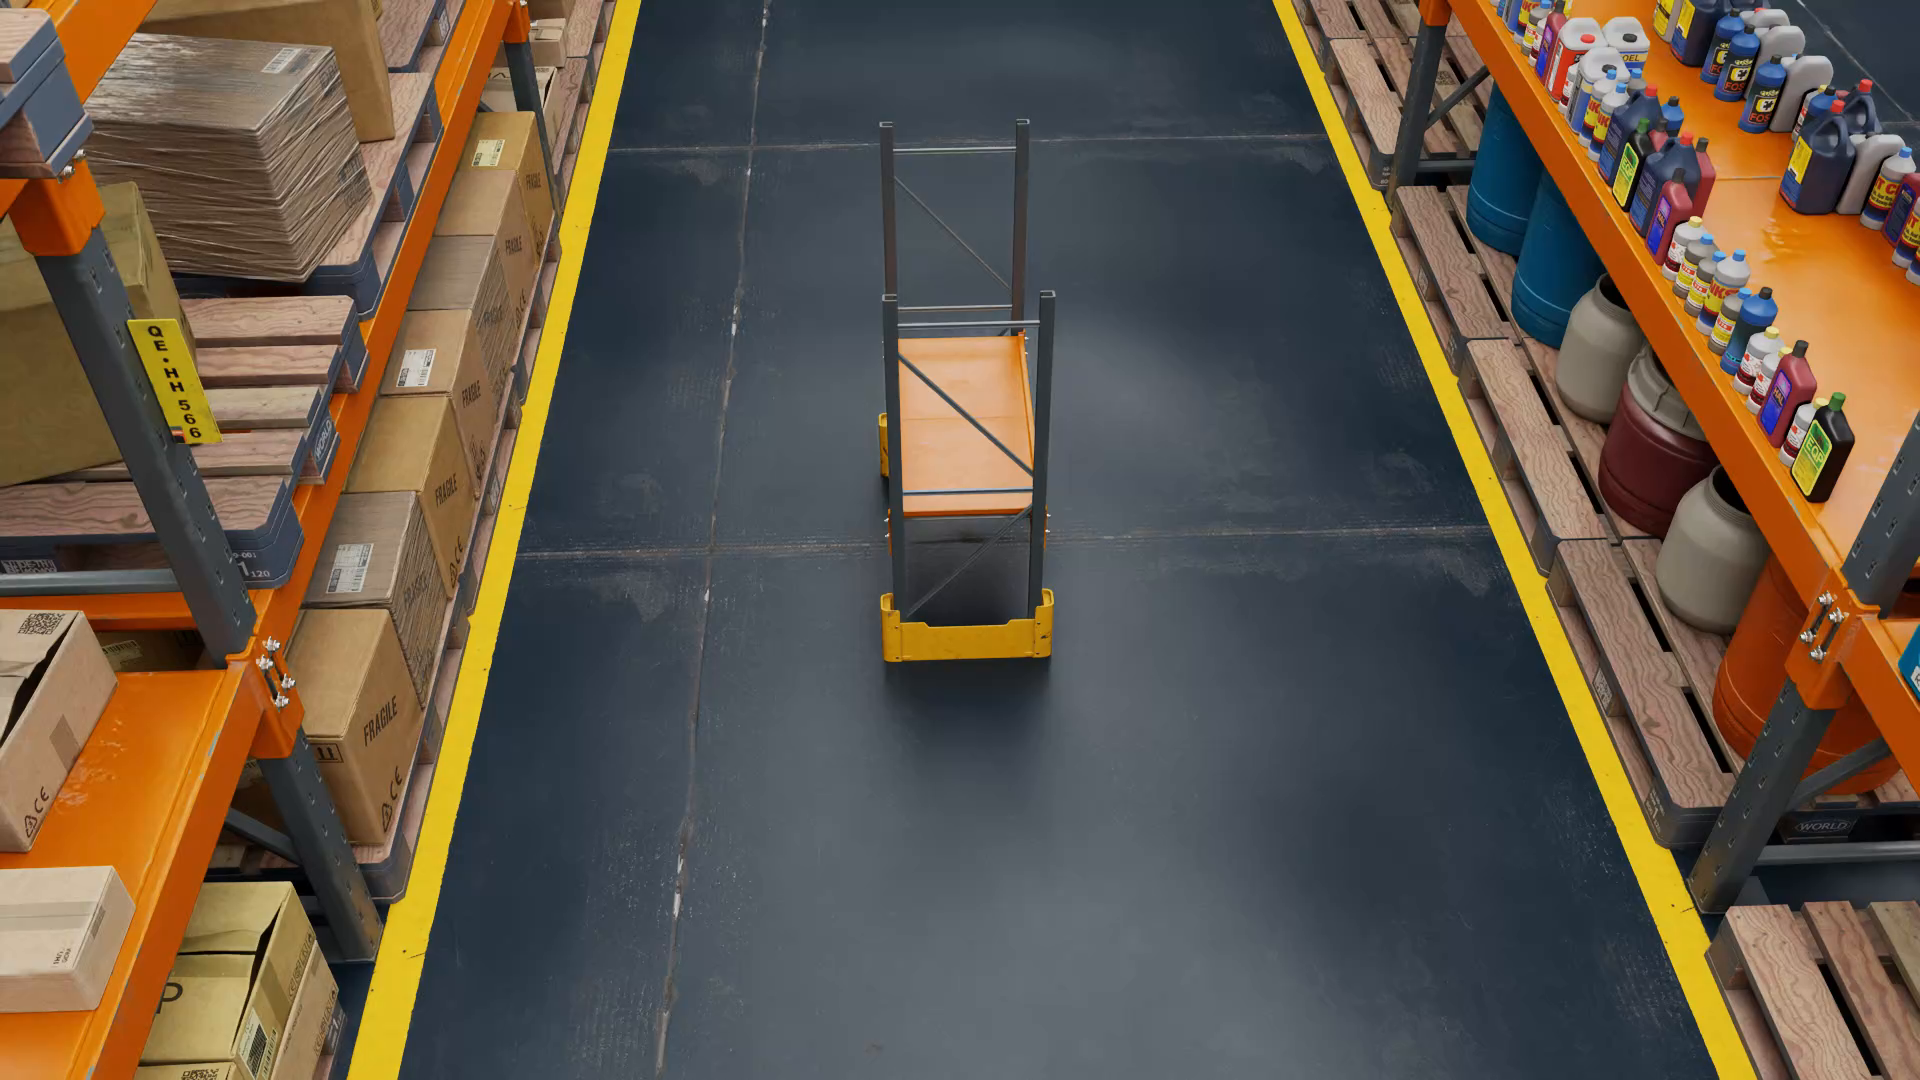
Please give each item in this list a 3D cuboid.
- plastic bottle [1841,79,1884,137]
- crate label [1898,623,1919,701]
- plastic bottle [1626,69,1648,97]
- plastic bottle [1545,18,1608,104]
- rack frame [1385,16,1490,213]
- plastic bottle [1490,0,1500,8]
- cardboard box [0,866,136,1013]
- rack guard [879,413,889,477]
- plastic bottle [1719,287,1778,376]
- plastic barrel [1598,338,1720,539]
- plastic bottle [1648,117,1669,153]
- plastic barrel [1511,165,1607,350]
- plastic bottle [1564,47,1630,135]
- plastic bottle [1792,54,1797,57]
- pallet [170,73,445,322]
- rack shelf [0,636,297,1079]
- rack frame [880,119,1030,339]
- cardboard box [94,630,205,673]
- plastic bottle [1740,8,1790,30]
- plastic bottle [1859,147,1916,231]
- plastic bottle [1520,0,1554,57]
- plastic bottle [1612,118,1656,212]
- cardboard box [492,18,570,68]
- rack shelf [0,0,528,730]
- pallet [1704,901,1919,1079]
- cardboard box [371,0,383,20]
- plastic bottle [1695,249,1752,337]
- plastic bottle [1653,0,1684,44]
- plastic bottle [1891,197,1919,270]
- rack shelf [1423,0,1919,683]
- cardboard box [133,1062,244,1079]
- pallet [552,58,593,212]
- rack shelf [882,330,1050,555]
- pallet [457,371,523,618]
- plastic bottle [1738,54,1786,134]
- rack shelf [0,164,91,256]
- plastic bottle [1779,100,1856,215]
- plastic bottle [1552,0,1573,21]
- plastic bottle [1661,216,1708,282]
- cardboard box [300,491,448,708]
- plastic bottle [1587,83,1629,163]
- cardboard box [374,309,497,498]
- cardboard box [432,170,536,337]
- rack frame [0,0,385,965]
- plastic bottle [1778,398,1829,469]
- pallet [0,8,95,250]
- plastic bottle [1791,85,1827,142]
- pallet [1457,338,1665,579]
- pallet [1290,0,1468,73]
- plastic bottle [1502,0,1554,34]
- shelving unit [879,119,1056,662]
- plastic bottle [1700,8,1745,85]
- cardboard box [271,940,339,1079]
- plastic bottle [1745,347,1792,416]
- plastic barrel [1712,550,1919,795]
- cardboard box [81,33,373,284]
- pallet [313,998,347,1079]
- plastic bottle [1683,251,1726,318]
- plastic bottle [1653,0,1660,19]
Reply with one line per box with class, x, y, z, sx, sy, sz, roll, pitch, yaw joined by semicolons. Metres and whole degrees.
plastic bottle;2.971;-1.355;5.545;0.144;0.351;0.185;-2;43;-2
crate label;2.371;0.329;3.795;0.303;0.233;0.416;-2;43;-2
plastic bottle;2.370;-1.566;5.886;0.097;0.201;0.097;0;43;0
plastic bottle;2.236;-1.734;6.014;0.152;0.276;0.135;-2;43;-2
rack frame;2.558;-2.728;7.007;1.000;3.000;0.127;-2;43;-2
plastic bottle;2.176;-2.228;6.608;0.097;0.201;0.097;0;43;0
cardboard box;-1.907;0.803;3.340;0.380;0.149;0.250;-2;43;-2
rack guard;-0.018;-0.377;6.476;0.587;0.250;0.087;-2;43;-2
plastic bottle;2.279;-0.607;4.788;0.097;0.271;0.097;0;43;0
plastic barrel;2.642;-0.386;5.925;0.600;0.588;0.708;-2;43;-2
plastic bottle;2.283;-1.234;5.463;0.061;0.283;0.133;-2;43;-2
plastic barrel;2.594;-1.264;6.651;0.600;0.901;0.708;-2;43;-2
plastic bottle;2.246;-1.578;5.843;0.152;0.276;0.135;-2;43;-2
plastic bottle;2.972;-1.643;5.970;0.097;0.201;0.097;0;43;0
pallet;-2.309;-1.130;5.405;1.003;0.211;1.213;-2;43;-2
rack shelf;-2.136;1.727;2.678;1.077;0.370;4.000;-2;43;-2
rack frame;-0.018;-0.838;6.055;0.500;1.500;0.032;-2;43;-2
cardboard box;-2.496;0.246;5.286;0.500;0.500;0.500;0;43;0
plastic bottle;2.934;-1.839;6.128;0.152;0.276;0.135;-2;43;-2
plastic bottle;3.006;-1.141;5.370;0.097;0.271;0.097;0;43;0
plastic bottle;2.194;-1.940;6.294;0.097;0.201;0.097;0;43;0
plastic bottle;2.222;-1.232;5.461;0.061;0.283;0.133;-2;43;-2
cardboard box;-2.240;-2.580;8.616;0.380;0.166;0.250;-2;43;-2
rack shelf;-2.306;-0.973;5.624;1.077;0.370;4.000;-2;43;-2
pallet;2.722;1.524;4.431;1.003;0.211;1.213;-2;43;-2
cardboard box;-2.502;-1.992;5.818;0.700;0.500;0.500;5;43;5
plastic bottle;2.271;-0.739;4.931;0.097;0.271;0.097;0;43;0
plastic bottle;2.780;-2.095;6.352;0.144;0.351;0.185;-2;43;-2
plastic bottle;3.015;-0.985;5.200;0.097;0.271;0.097;0;43;0
rack shelf;2.643;-1.113;5.777;1.077;0.370;4.000;-2;43;-2
cardboard box;-1.925;1.461;3.745;0.500;0.311;0.500;-2;43;-2
pallet;-2.419;-2.024;8.303;1.003;0.211;1.213;-2;43;-2
rack shelf;0.004;-0.363;5.802;0.538;0.185;1.000;-2;43;-2
pallet;-2.264;-0.187;6.298;1.003;0.211;1.213;-2;43;-2
plastic bottle;2.826;-1.574;5.842;0.097;0.271;0.097;0;43;0
rack shelf;-2.136;0.621;1.665;1.077;0.370;4.000;-2;43;-2
plastic bottle;2.824;-1.260;5.441;0.144;0.351;0.185;-2;43;-2
plastic bottle;2.336;-2.101;6.469;0.097;0.201;0.097;0;43;0
plastic bottle;2.259;-0.910;5.170;0.097;0.201;0.097;0;43;0
cardboard box;-1.983;0.202;5.334;0.500;0.500;0.500;-3;43;-3
plastic bottle;2.228;-1.431;5.687;0.097;0.271;0.097;0;43;0
cardboard box;-2.027;-0.489;6.088;0.500;0.500;0.500;-3;43;-3
cardboard box;-2.071;-1.171;6.832;0.500;0.500;0.500;-2;43;-2
rack frame;-2.221;0.112;3.908;1.000;3.000;0.127;-2;43;-2
plastic bottle;2.298;-0.294;4.498;0.097;0.201;0.097;0;43;0
pallet;-2.103;-0.469;2.462;1.213;0.211;1.003;0;43;0
plastic bottle;2.982;-1.486;5.799;0.097;0.201;0.097;0;43;0
pallet;2.604;-0.353;6.479;1.003;0.211;1.213;-2;43;-2
pallet;2.433;-3.021;9.390;1.003;0.211;1.213;-2;43;-2
plastic bottle;2.212;-2.112;6.426;0.152;0.276;0.135;-2;43;-2
shelving unit;0.003;-0.501;5.687;0.587;1.500;1.083;-2;43;-2
plastic bottle;2.811;-1.821;6.112;0.097;0.271;0.097;0;43;0
cardboard box;-1.955;1.319;4.316;0.500;0.250;0.500;-1;43;-1
plastic bottle;2.288;-0.450;4.668;0.097;0.201;0.097;0;43;0
plastic barrel;2.690;0.287;5.012;0.600;0.830;0.708;-2;43;-2
cardboard box;-2.209;-1.125;4.873;0.700;0.500;0.500;6;43;6
pallet;-2.225;1.696;4.243;1.003;0.211;1.213;-2;43;-2
plastic bottle;2.267;-0.778;5.026;0.097;0.201;0.097;0;43;0
plastic bottle;2.789;-2.136;6.507;0.097;0.201;0.097;0;43;0
